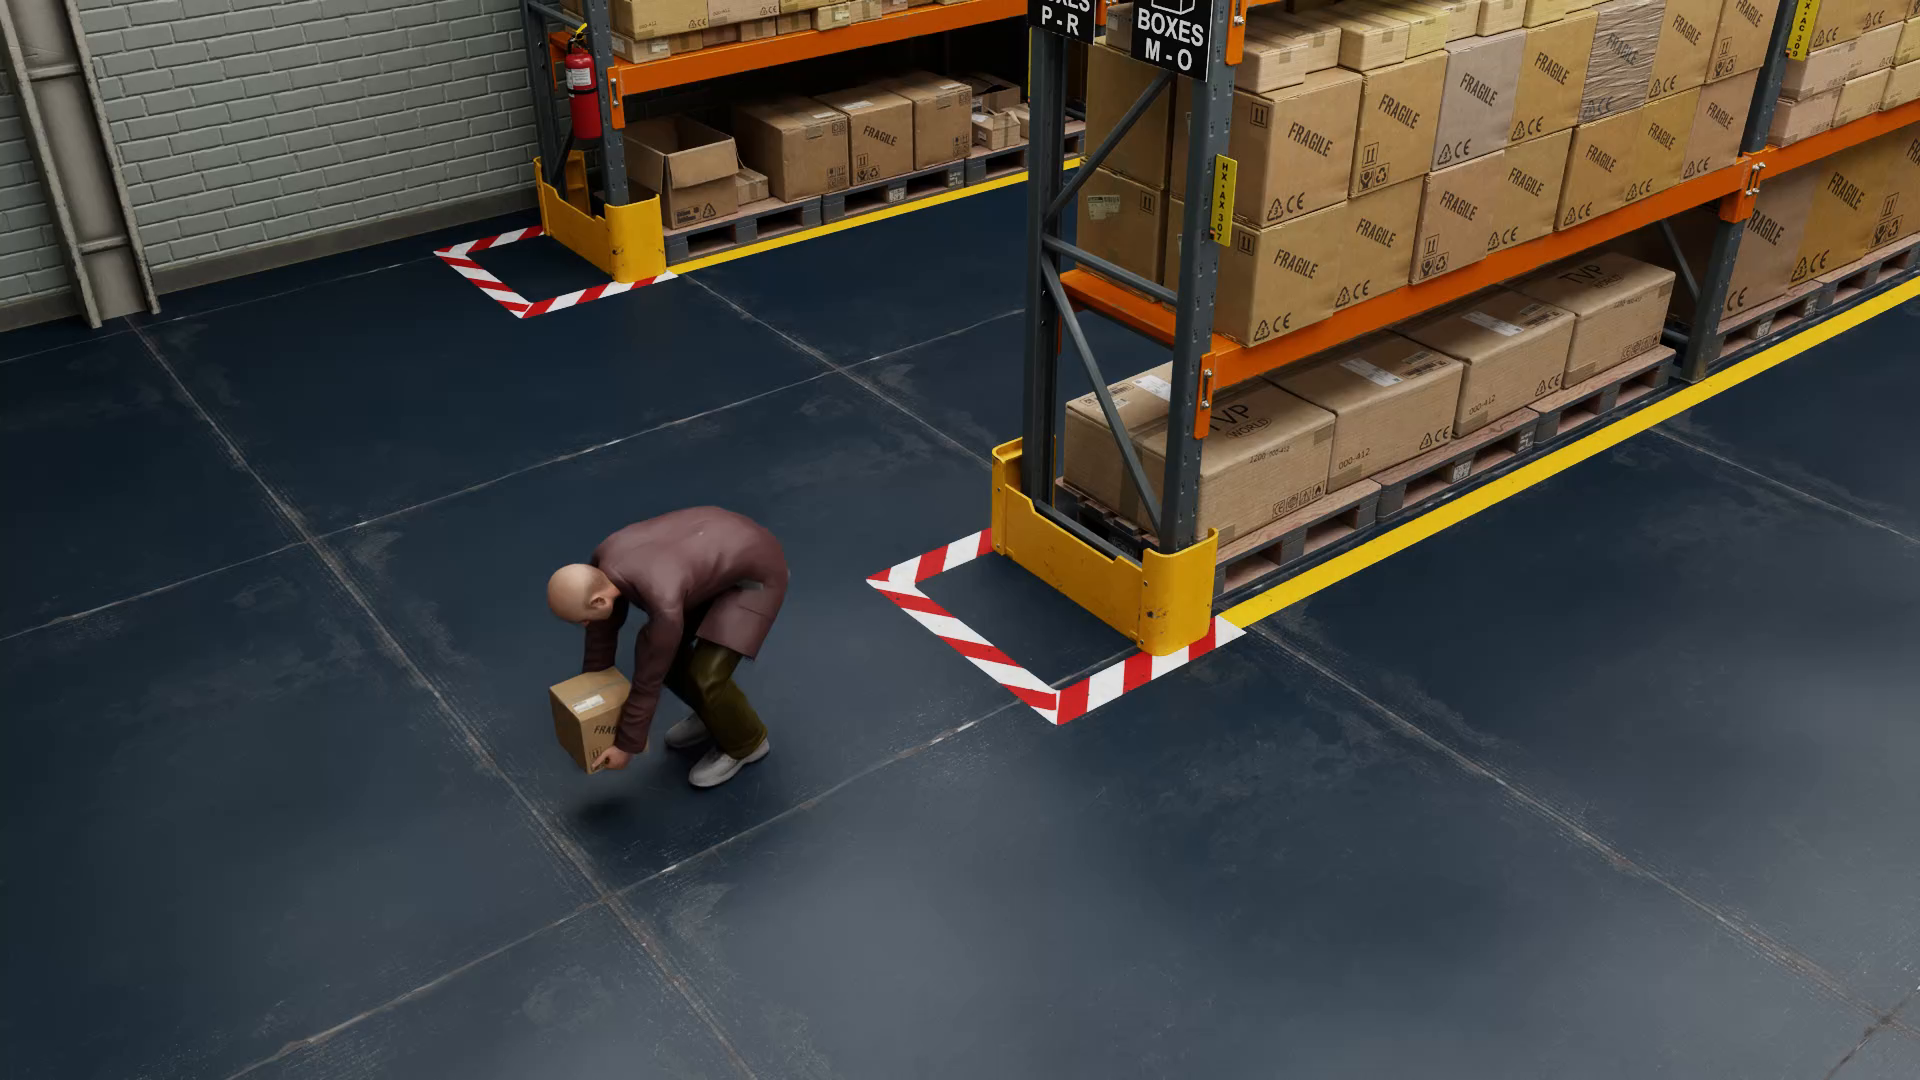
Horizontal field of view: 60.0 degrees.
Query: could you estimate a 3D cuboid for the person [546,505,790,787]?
[{"bbox_3d":[-1.052,0.418,6.147,0.941,1.069,0.582,-24,39,-34],"label":"person"}]
